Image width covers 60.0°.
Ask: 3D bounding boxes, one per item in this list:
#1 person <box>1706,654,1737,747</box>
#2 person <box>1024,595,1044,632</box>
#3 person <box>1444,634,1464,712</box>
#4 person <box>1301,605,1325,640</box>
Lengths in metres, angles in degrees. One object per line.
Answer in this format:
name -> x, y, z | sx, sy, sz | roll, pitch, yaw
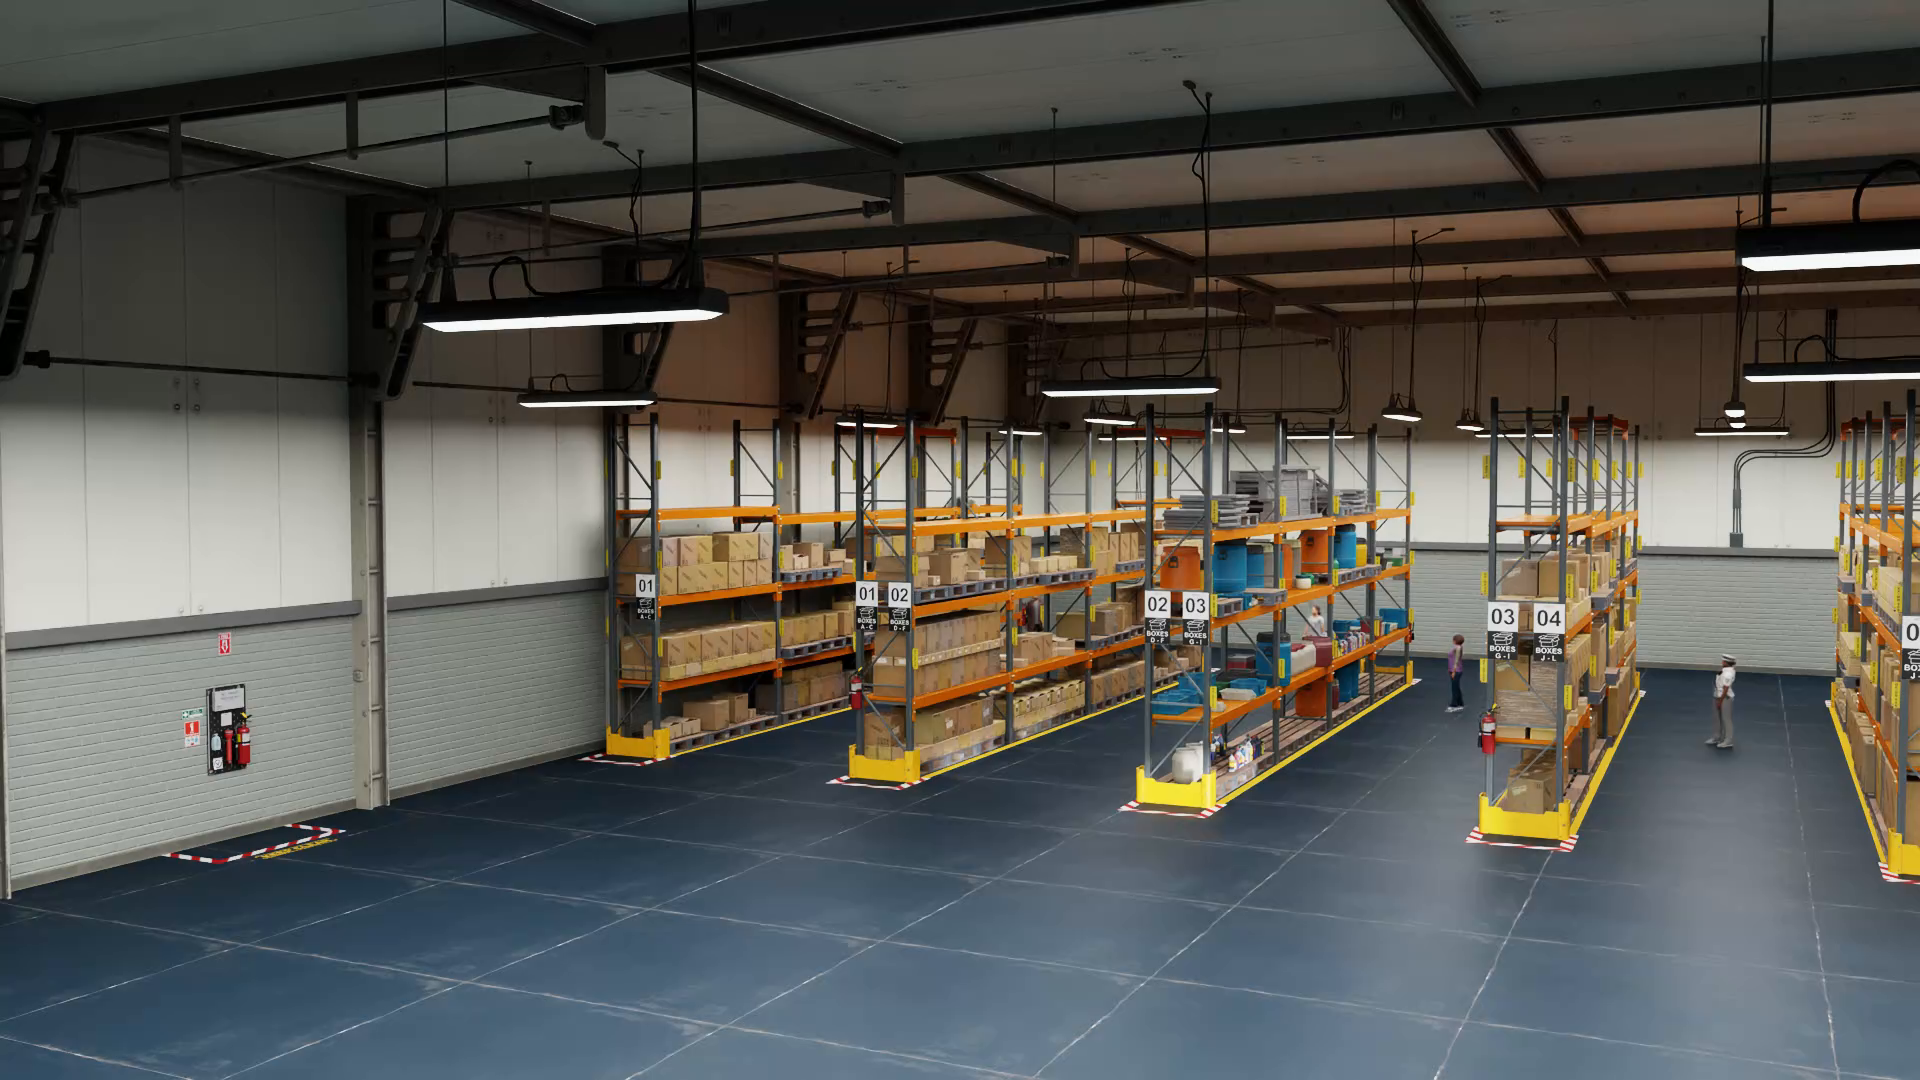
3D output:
person -> 13.818, 2.893, 30.143 | 0.437, 1.674, 0.505 | 0, 2, 3
person -> 2.051, 2.247, 44.559 | 0.641, 1.779, 0.545 | 0, 2, -8
person -> 10.282, 2.762, 34.579 | 0.489, 1.618, 0.431 | 0, 2, -5
person -> 8.812, 2.424, 41.462 | 0.573, 1.604, 1.040 | 1, 3, 23
